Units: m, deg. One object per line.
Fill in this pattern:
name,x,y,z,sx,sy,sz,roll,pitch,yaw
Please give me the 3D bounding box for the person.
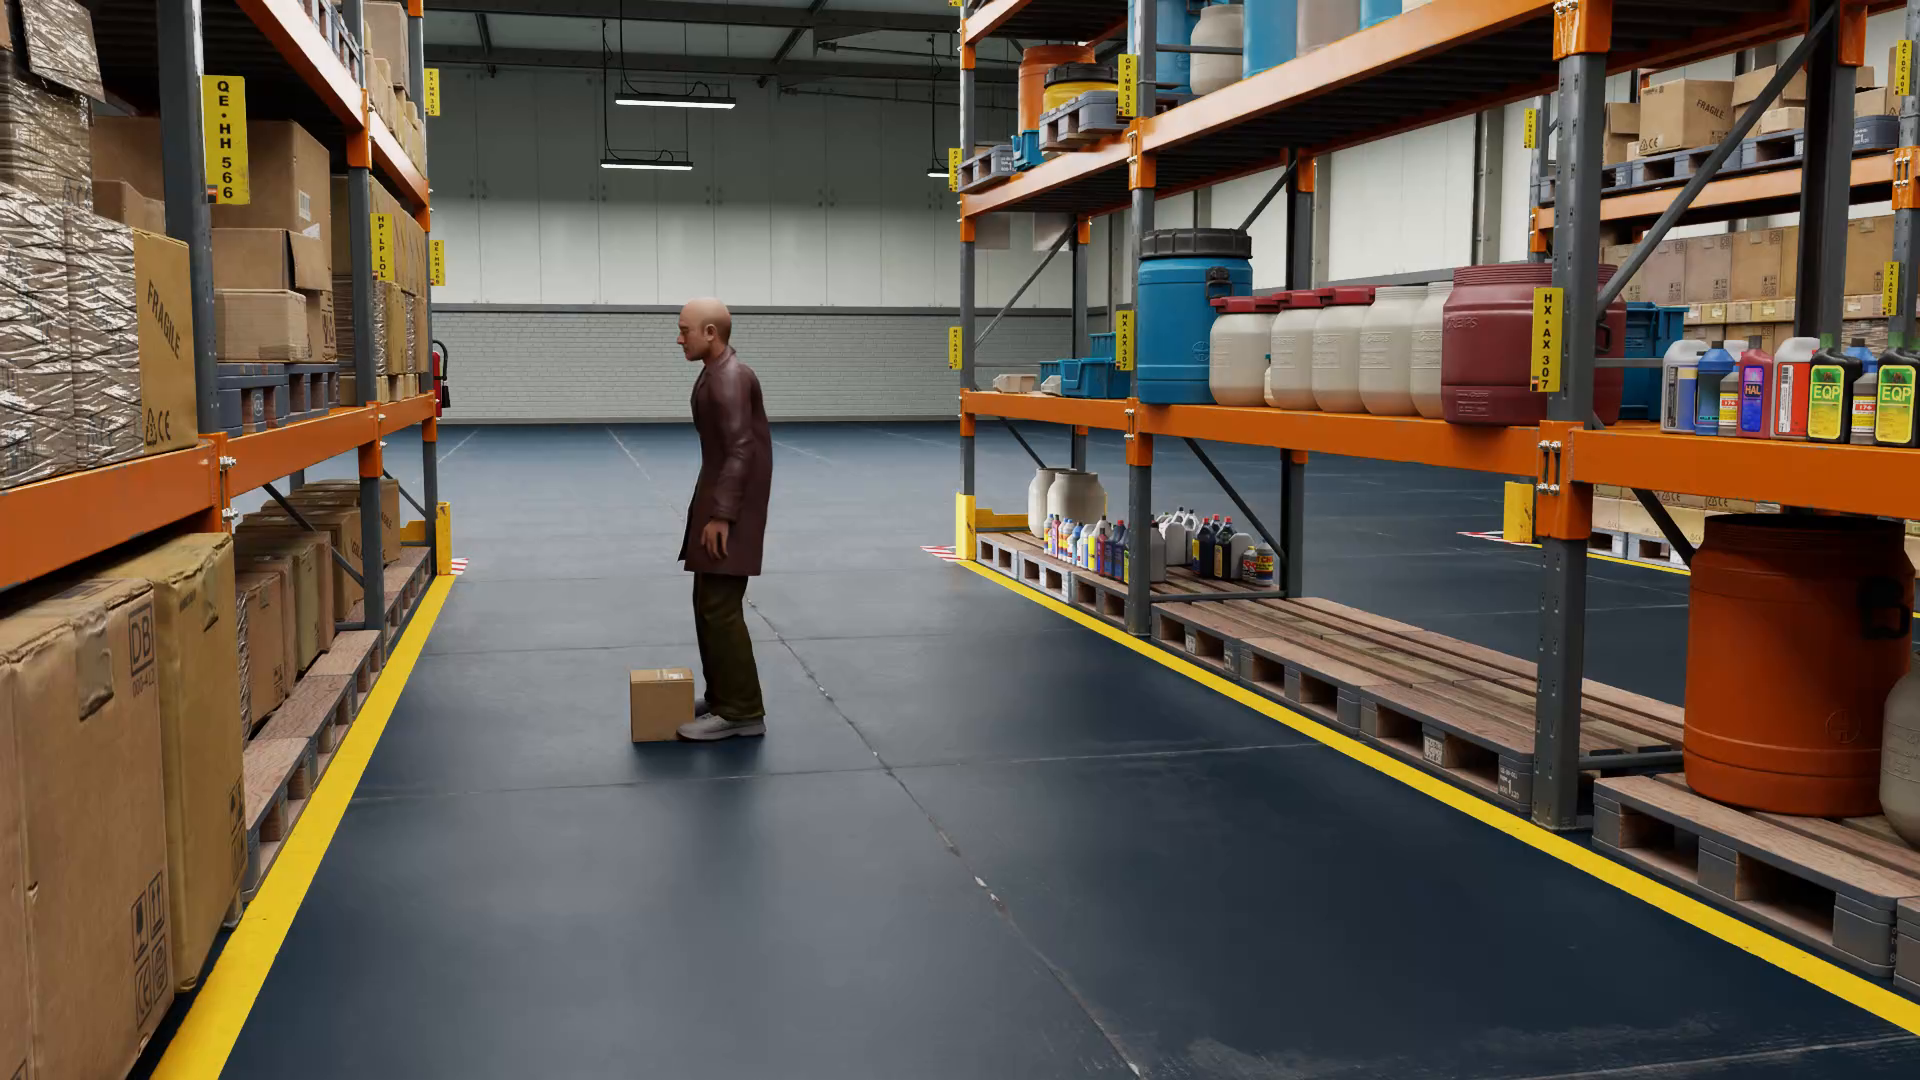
person,-0.979,-0.094,6.781,0.427,1.774,0.644,-1,6,-13
